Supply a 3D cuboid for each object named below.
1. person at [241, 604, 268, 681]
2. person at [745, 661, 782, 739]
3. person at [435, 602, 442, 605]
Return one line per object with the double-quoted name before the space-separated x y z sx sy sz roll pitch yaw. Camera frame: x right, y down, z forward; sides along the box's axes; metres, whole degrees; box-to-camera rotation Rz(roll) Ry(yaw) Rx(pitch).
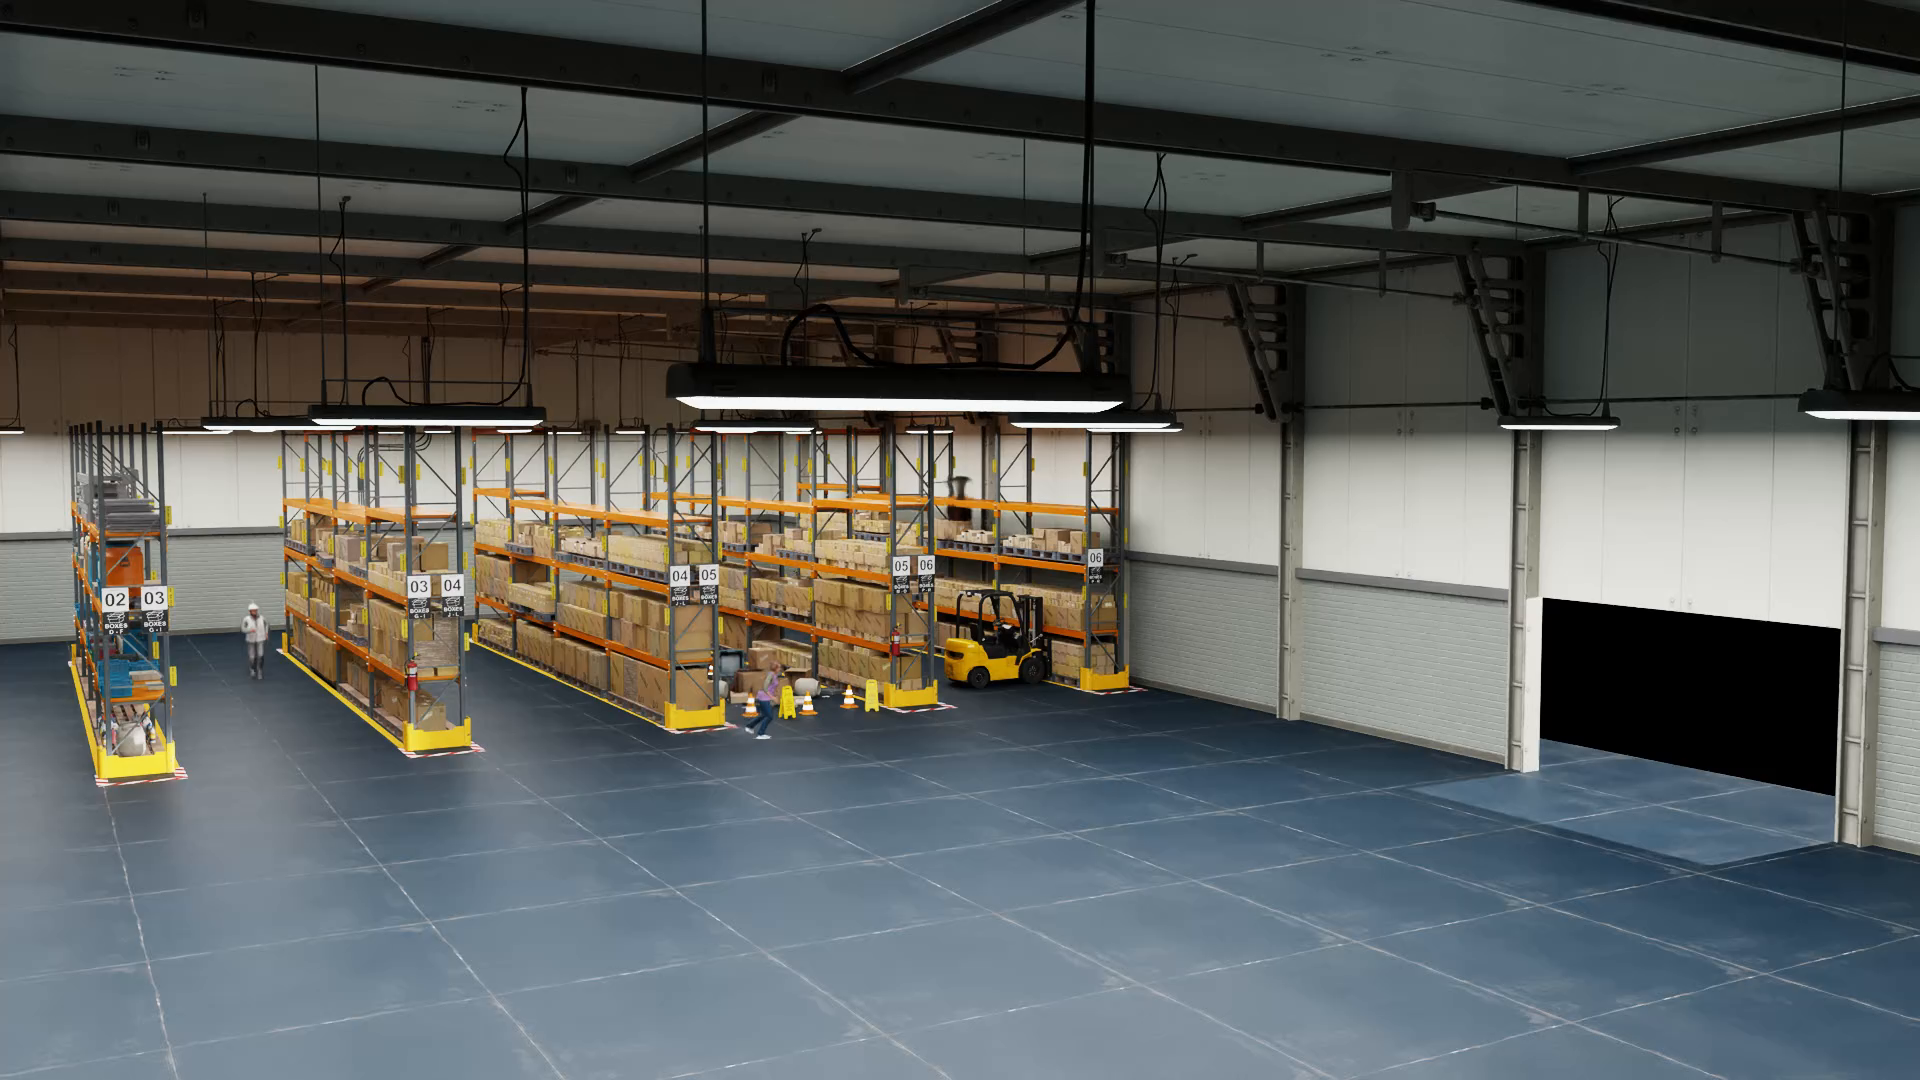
"person" -16.658 2.415 39.303 0.597 1.826 0.833 -2 4 -24
"person" -3.735 3.080 31.501 0.738 1.394 0.517 0 4 3
"person" -14.521 2.048 45.994 0.640 1.740 0.666 -1 4 -22
